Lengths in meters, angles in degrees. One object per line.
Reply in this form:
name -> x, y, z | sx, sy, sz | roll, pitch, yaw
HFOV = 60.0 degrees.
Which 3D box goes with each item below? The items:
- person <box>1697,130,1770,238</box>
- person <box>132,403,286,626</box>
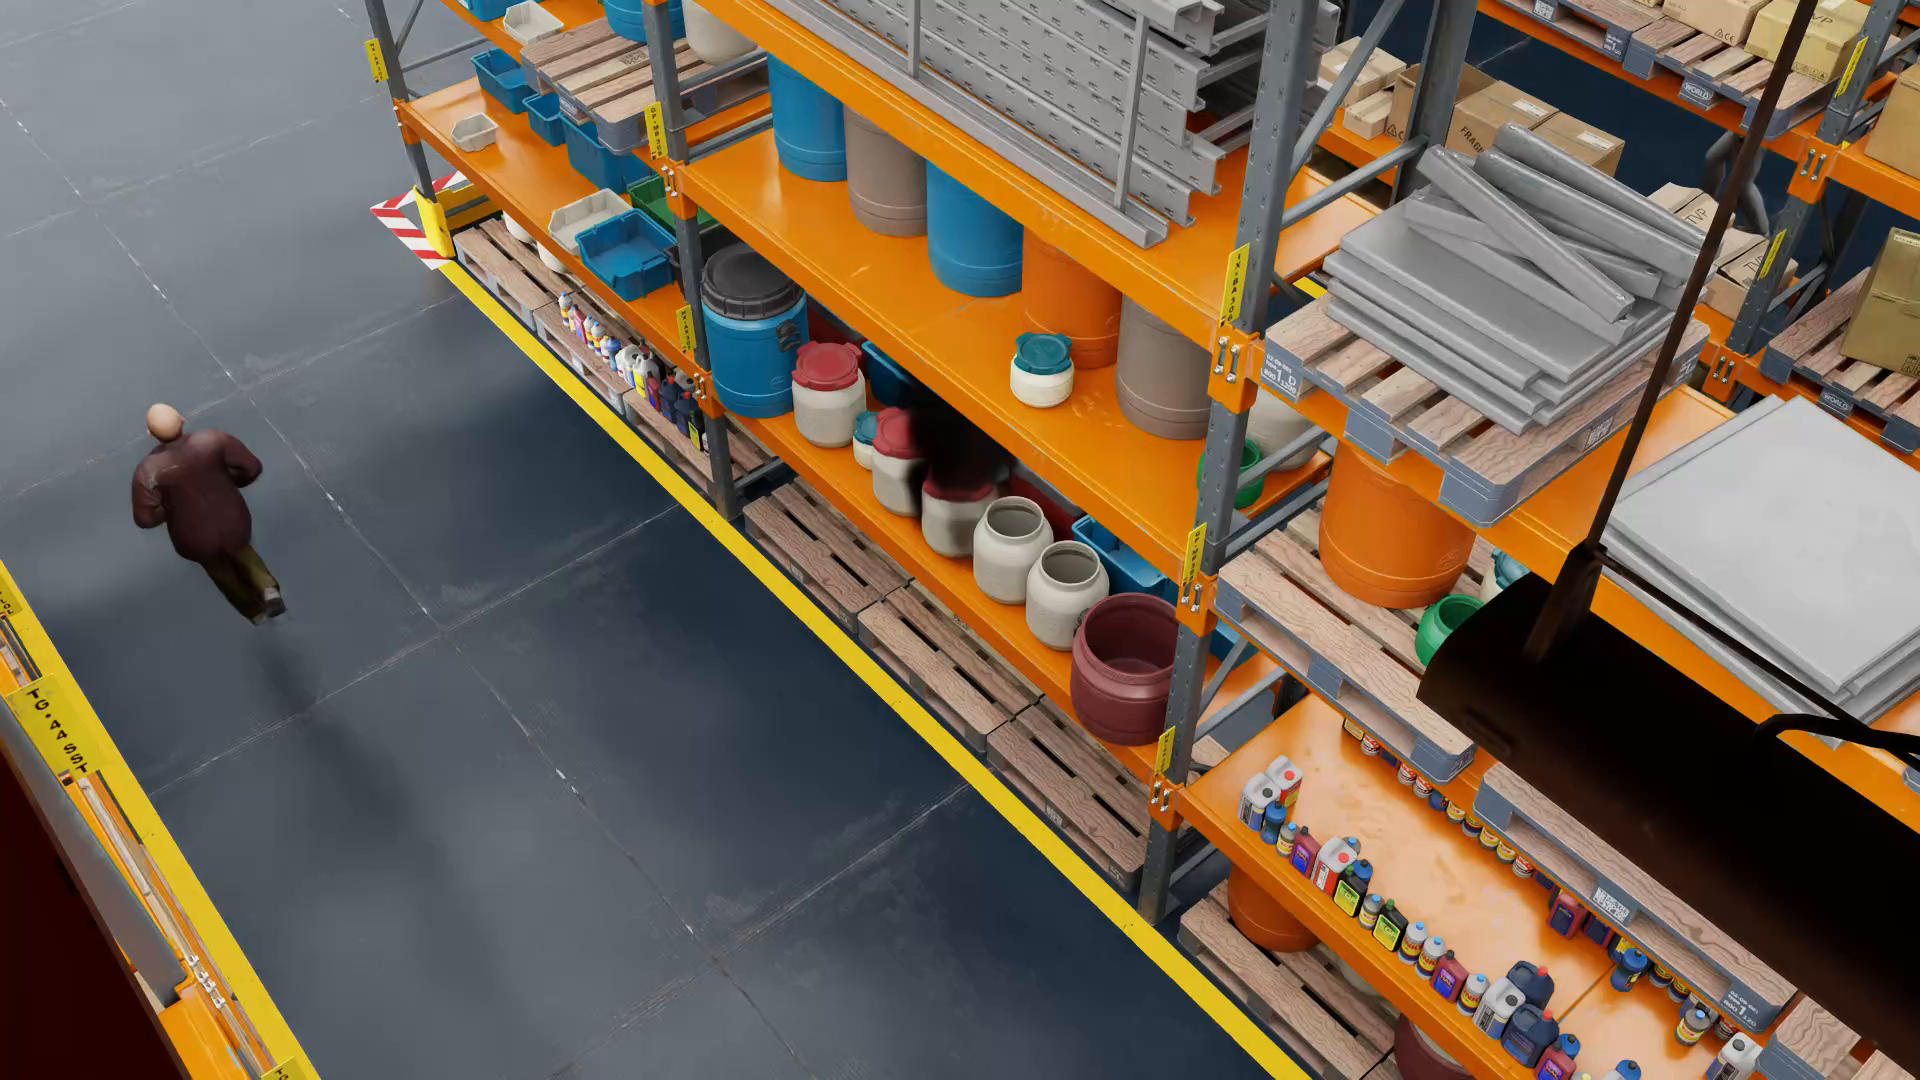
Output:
person -> 6.054, -3.048, 12.722 | 0.774, 1.760, 0.558 | 26, 52, 22
person -> -4.253, -0.075, 9.484 | 0.724, 1.770, 0.653 | -33, 55, -27
